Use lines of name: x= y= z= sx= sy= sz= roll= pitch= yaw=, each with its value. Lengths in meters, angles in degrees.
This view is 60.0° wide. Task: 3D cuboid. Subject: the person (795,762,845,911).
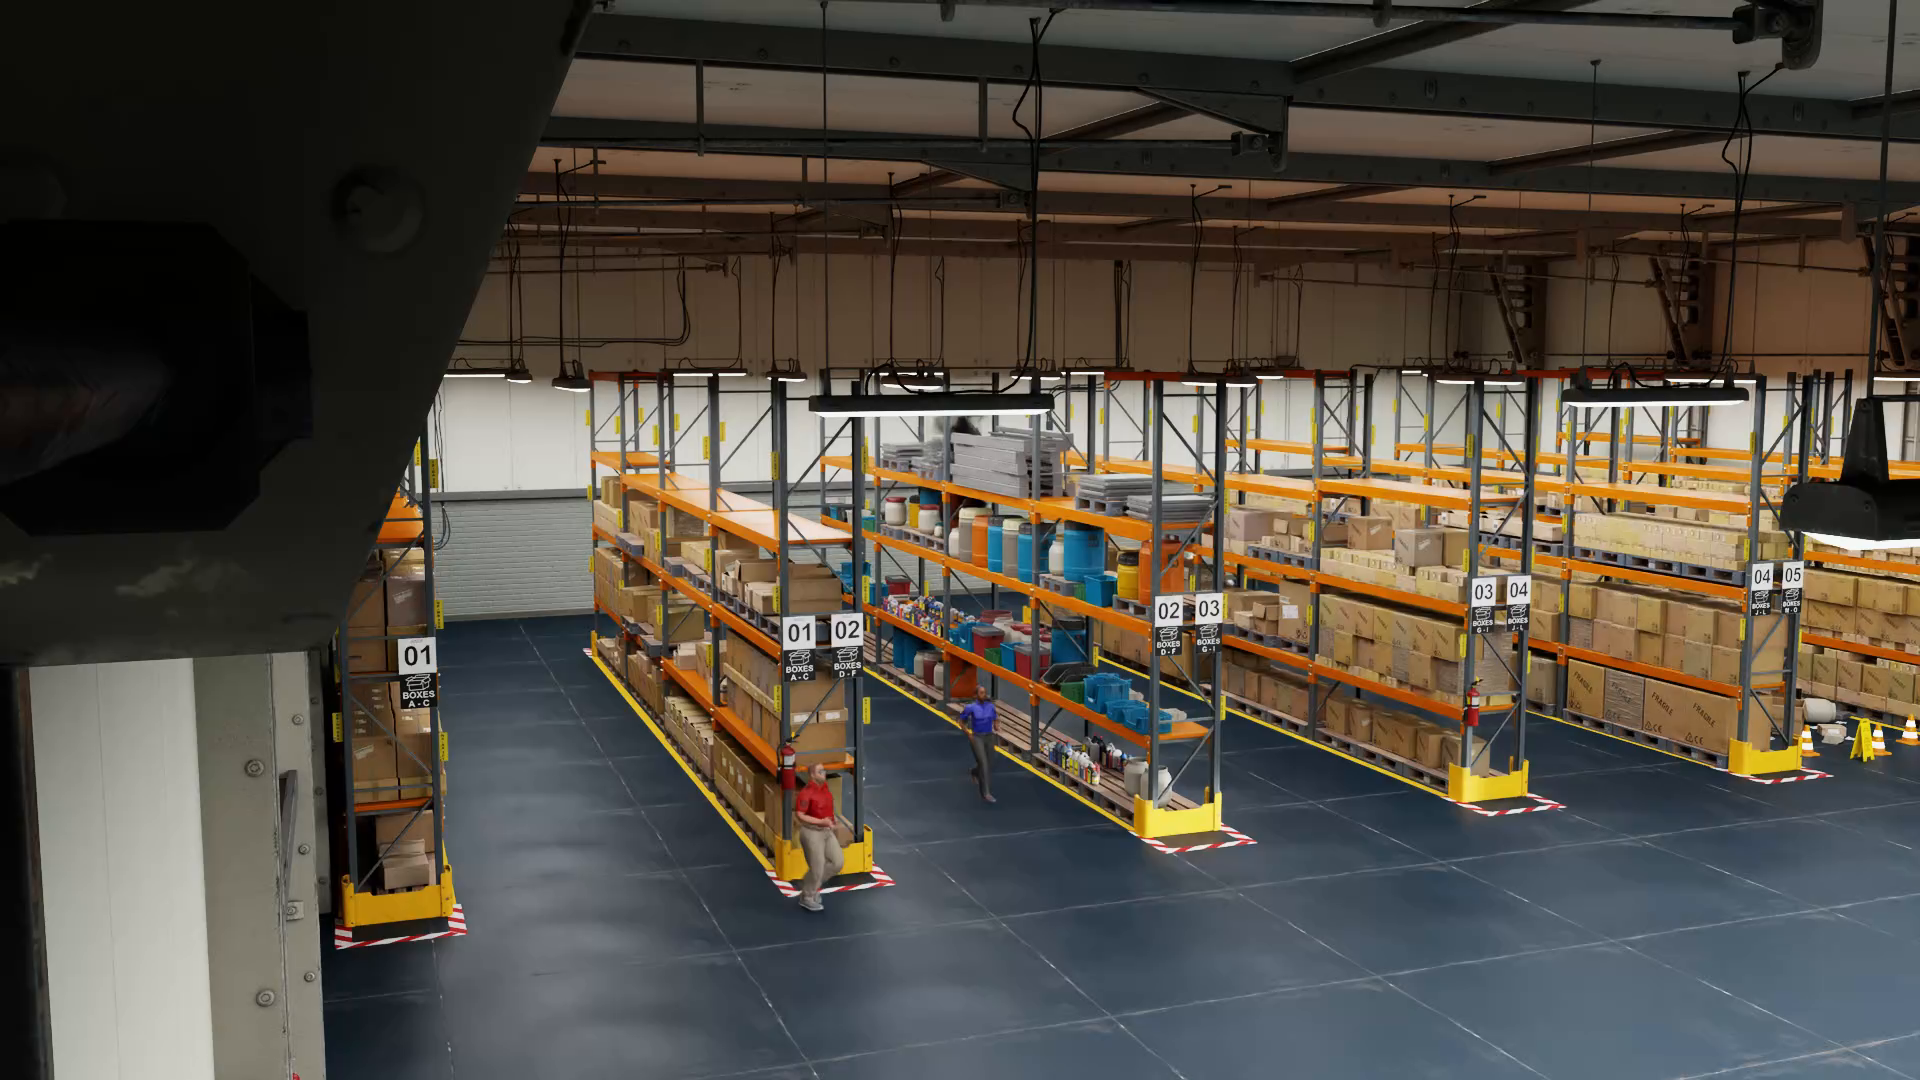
person: x=-1.567 y=3.374 z=18.959 sx=0.560 sy=1.707 sz=0.665 roll=3 pitch=7 yaw=26

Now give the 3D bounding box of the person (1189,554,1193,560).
person: x=5.406 y=1.166 z=38.736 sx=0.695 sy=1.702 sz=0.611 roll=-2 pitch=7 yaw=-14

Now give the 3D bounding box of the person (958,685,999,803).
person: x=0.289 y=2.873 z=23.755 sx=0.588 sy=1.623 sz=0.834 roll=-4 pitch=7 yaw=-29

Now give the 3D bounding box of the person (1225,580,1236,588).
person: x=5.598 y=1.641 z=34.590 sx=0.594 sy=1.634 sz=0.616 roll=-4 pitch=8 yaw=-34
